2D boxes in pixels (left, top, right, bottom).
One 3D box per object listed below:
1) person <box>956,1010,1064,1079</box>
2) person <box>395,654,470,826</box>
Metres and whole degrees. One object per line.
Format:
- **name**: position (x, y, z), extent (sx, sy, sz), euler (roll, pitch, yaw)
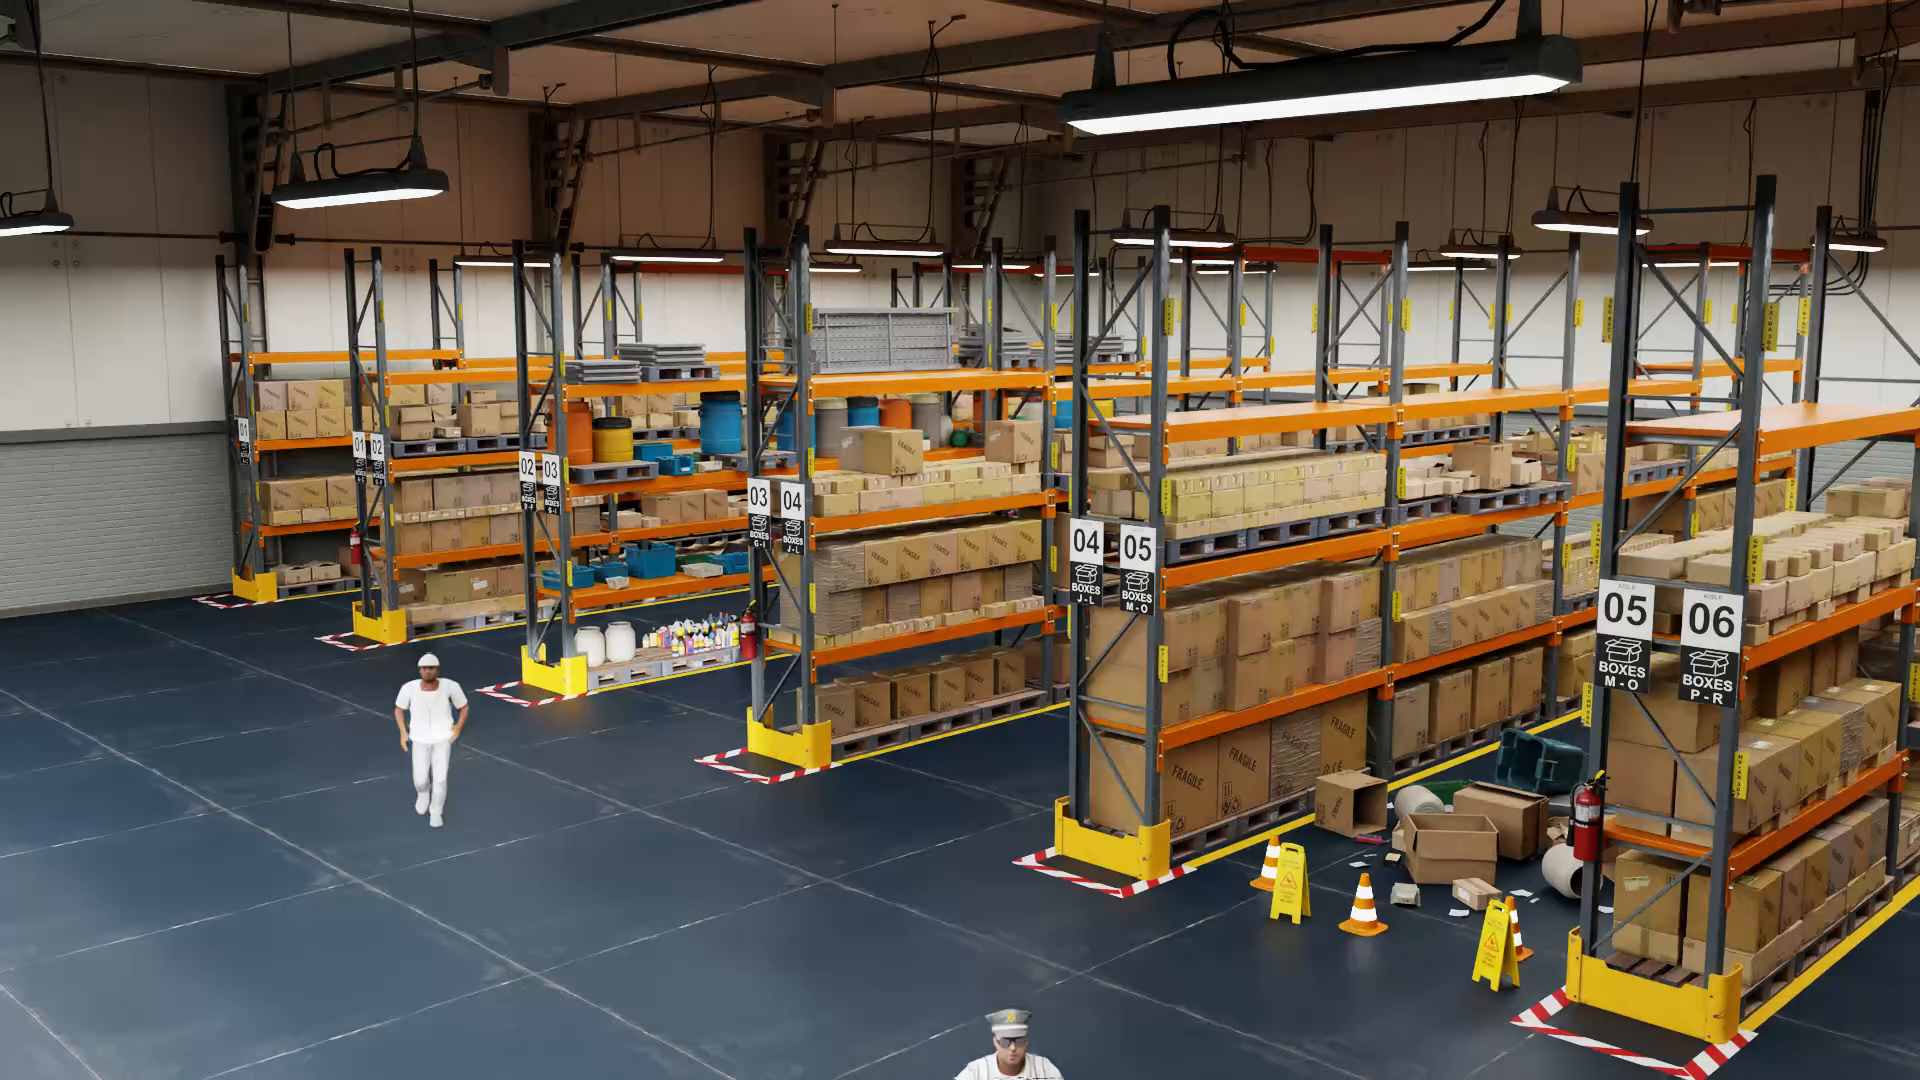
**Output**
- **person**: position (0.251, 3.154, 8.321), extent (0.670, 1.742, 0.641), euler (-1, 8, -6)
- **person**: position (-5.246, 1.977, 16.575), extent (0.715, 1.732, 0.568), euler (-2, 8, -16)
